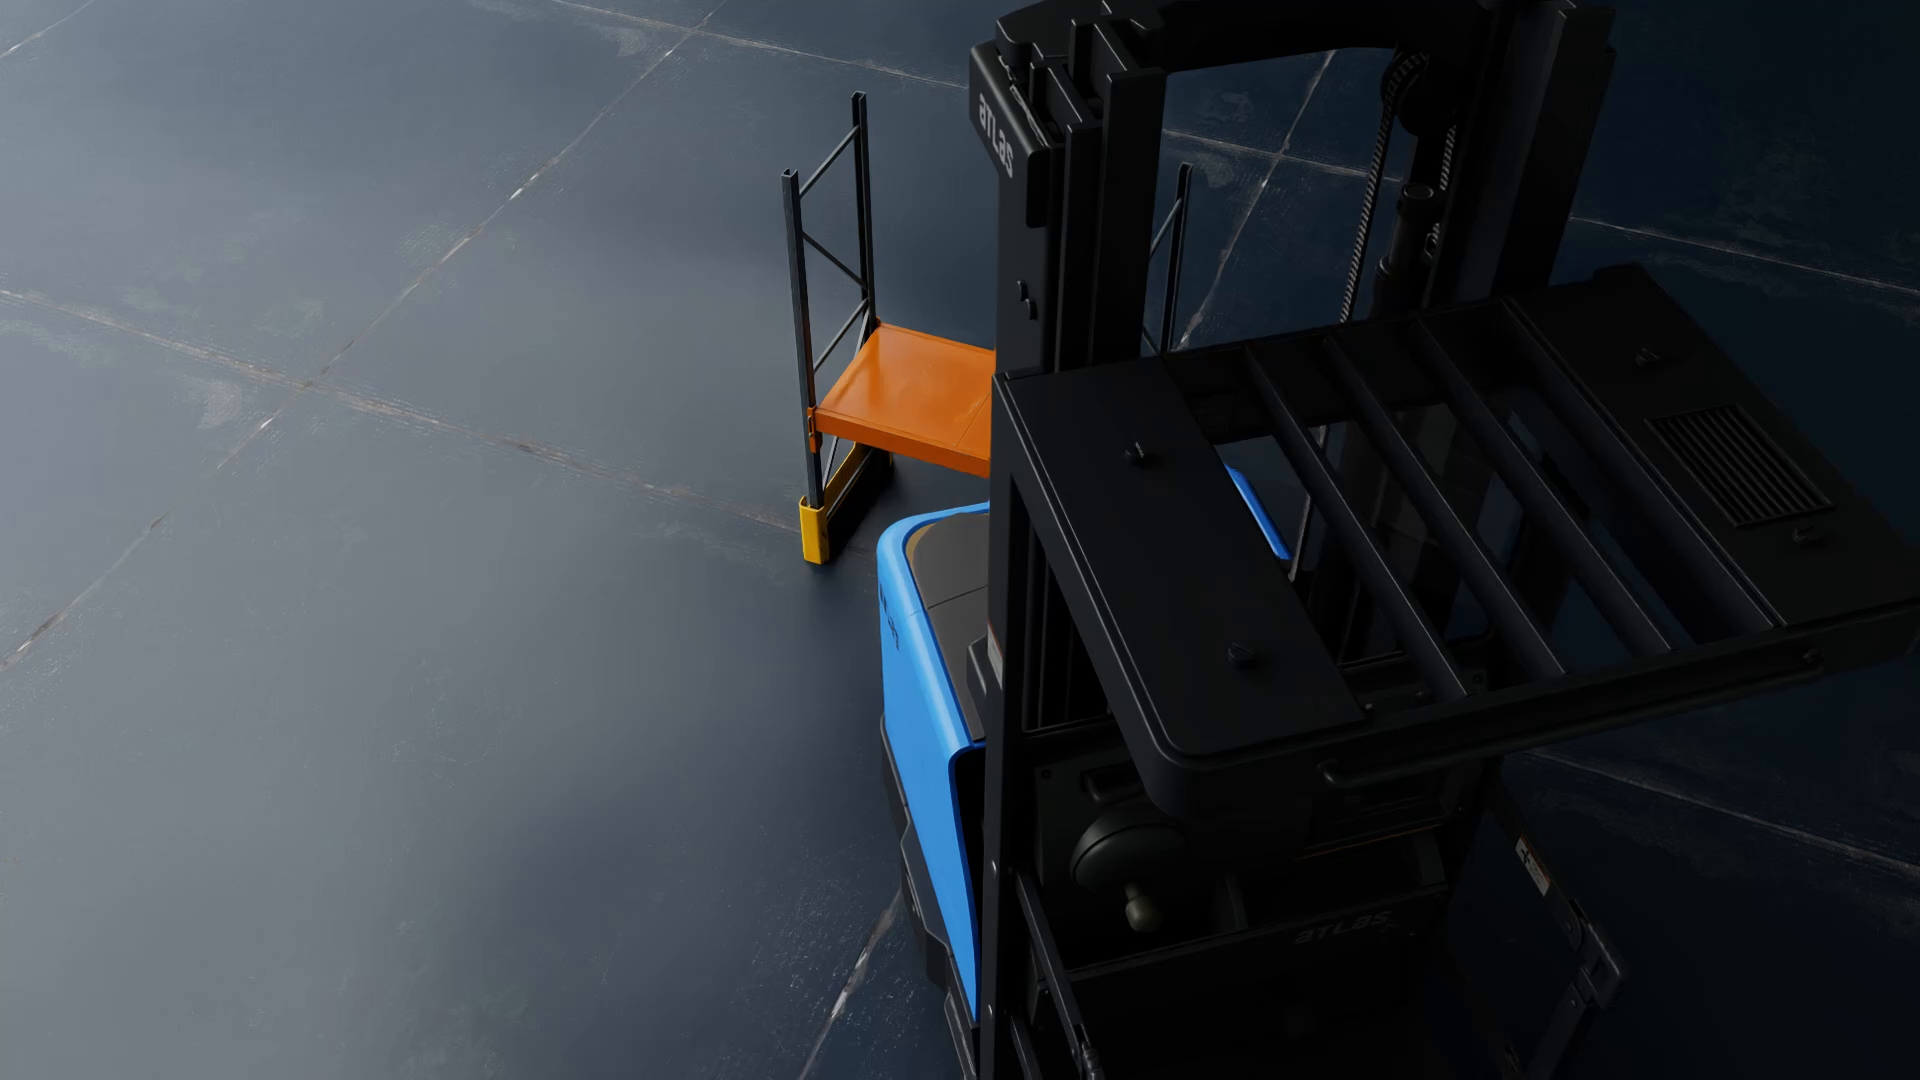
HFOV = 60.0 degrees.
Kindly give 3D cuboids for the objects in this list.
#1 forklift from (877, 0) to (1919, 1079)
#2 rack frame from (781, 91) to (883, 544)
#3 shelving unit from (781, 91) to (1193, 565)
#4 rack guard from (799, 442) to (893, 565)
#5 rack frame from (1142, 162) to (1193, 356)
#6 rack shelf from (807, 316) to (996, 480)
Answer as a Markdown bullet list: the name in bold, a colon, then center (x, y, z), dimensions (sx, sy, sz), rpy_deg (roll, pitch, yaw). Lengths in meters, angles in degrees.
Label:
- **forklift**: center (0.650, 0.589, 3.080), dimensions (1.130, 2.935, 3.031), rpy_deg (-11, 46, -11)
- **rack frame**: center (-0.390, -0.647, 5.336), dimensions (0.032, 1.500, 0.500), rpy_deg (16, 47, 16)
- **shelving unit**: center (0.070, -0.511, 5.200), dimensions (1.083, 1.500, 0.587), rpy_deg (16, 47, 16)
- **rack guard**: center (-0.389, -0.203, 5.777), dimensions (0.087, 0.250, 0.587), rpy_deg (16, 47, 16)
- **rack frame**: center (0.548, -0.370, 5.059), dimensions (0.032, 1.500, 0.500), rpy_deg (16, 47, 16)
- **rack shelf**: center (0.079, -0.381, 5.325), dimensions (1.000, 0.185, 0.538), rpy_deg (16, 47, 16)
